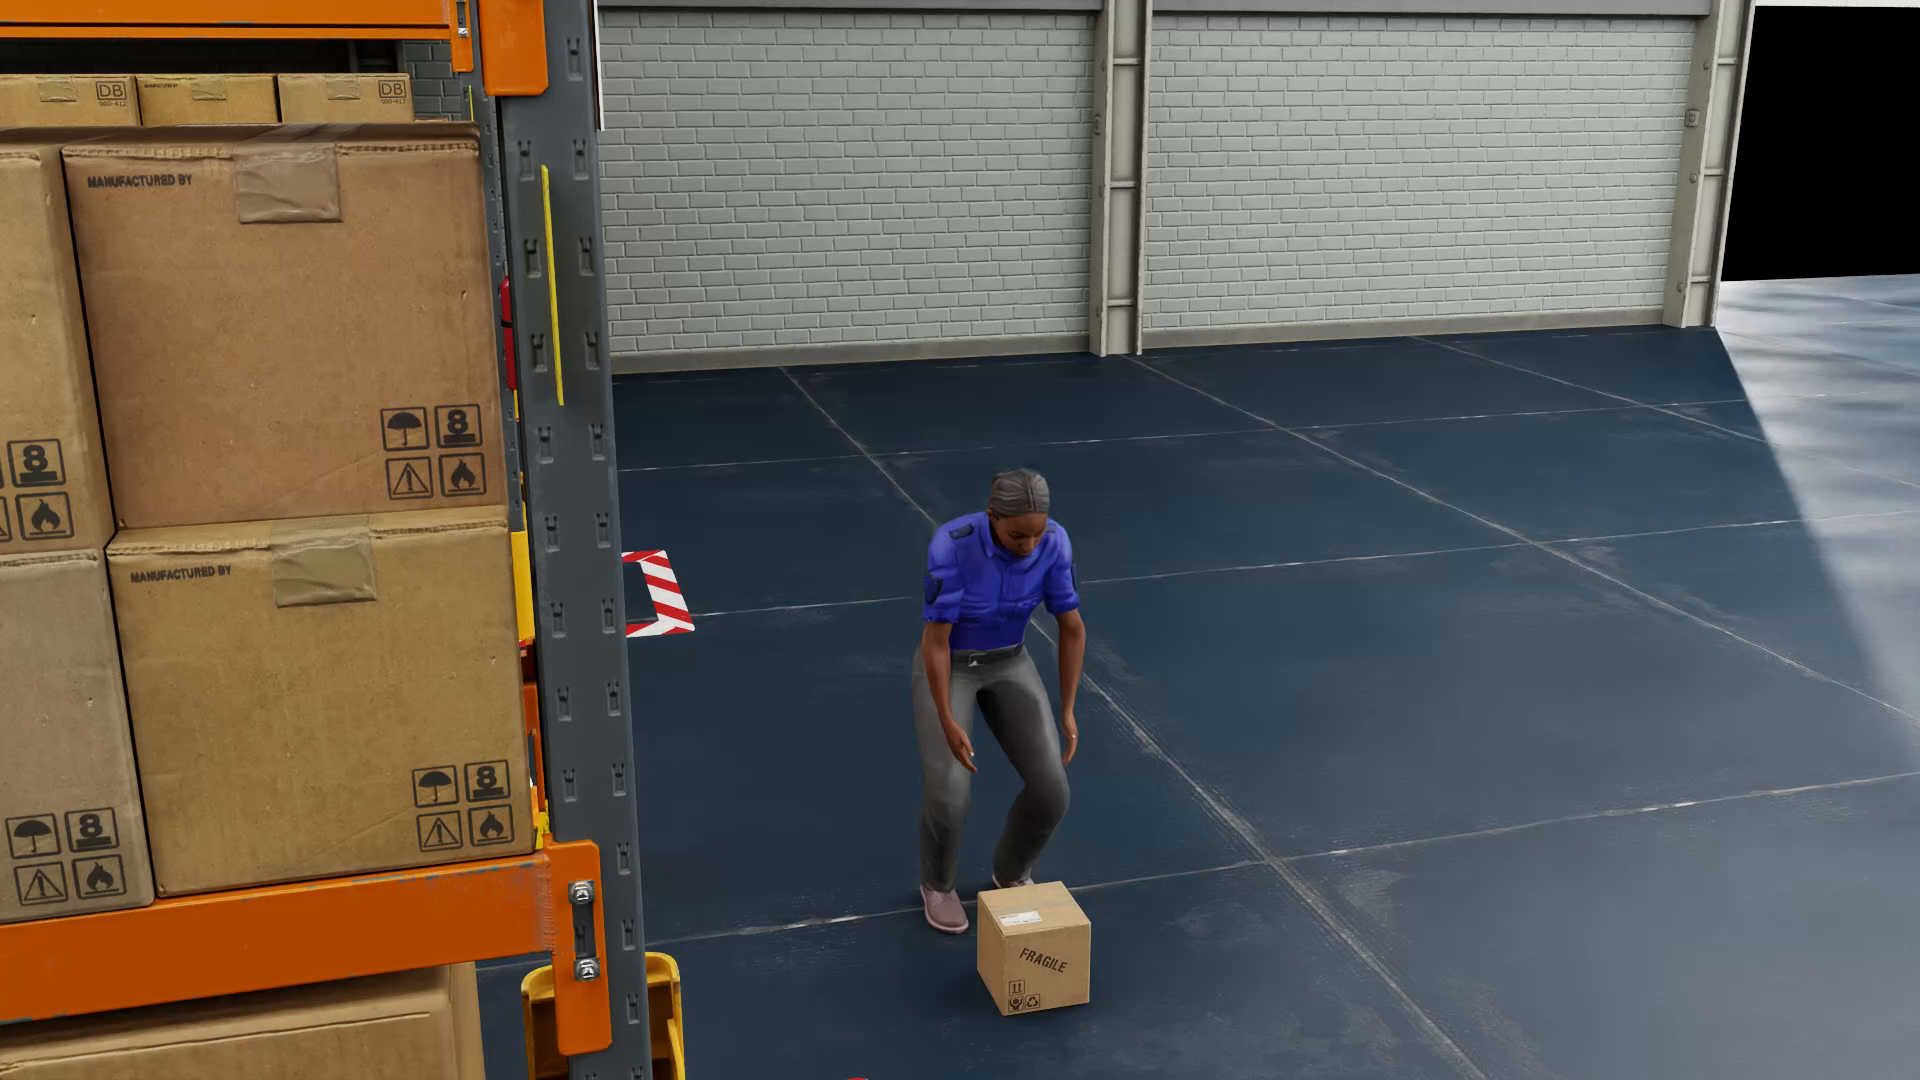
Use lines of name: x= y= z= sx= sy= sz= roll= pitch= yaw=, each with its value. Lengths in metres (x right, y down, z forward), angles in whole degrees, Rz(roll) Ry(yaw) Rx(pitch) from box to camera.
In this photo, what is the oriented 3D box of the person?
person: x=0.110 y=0.449 z=4.898 sx=0.492 sy=1.441 sz=0.577 roll=-4 pitch=17 yaw=-15
